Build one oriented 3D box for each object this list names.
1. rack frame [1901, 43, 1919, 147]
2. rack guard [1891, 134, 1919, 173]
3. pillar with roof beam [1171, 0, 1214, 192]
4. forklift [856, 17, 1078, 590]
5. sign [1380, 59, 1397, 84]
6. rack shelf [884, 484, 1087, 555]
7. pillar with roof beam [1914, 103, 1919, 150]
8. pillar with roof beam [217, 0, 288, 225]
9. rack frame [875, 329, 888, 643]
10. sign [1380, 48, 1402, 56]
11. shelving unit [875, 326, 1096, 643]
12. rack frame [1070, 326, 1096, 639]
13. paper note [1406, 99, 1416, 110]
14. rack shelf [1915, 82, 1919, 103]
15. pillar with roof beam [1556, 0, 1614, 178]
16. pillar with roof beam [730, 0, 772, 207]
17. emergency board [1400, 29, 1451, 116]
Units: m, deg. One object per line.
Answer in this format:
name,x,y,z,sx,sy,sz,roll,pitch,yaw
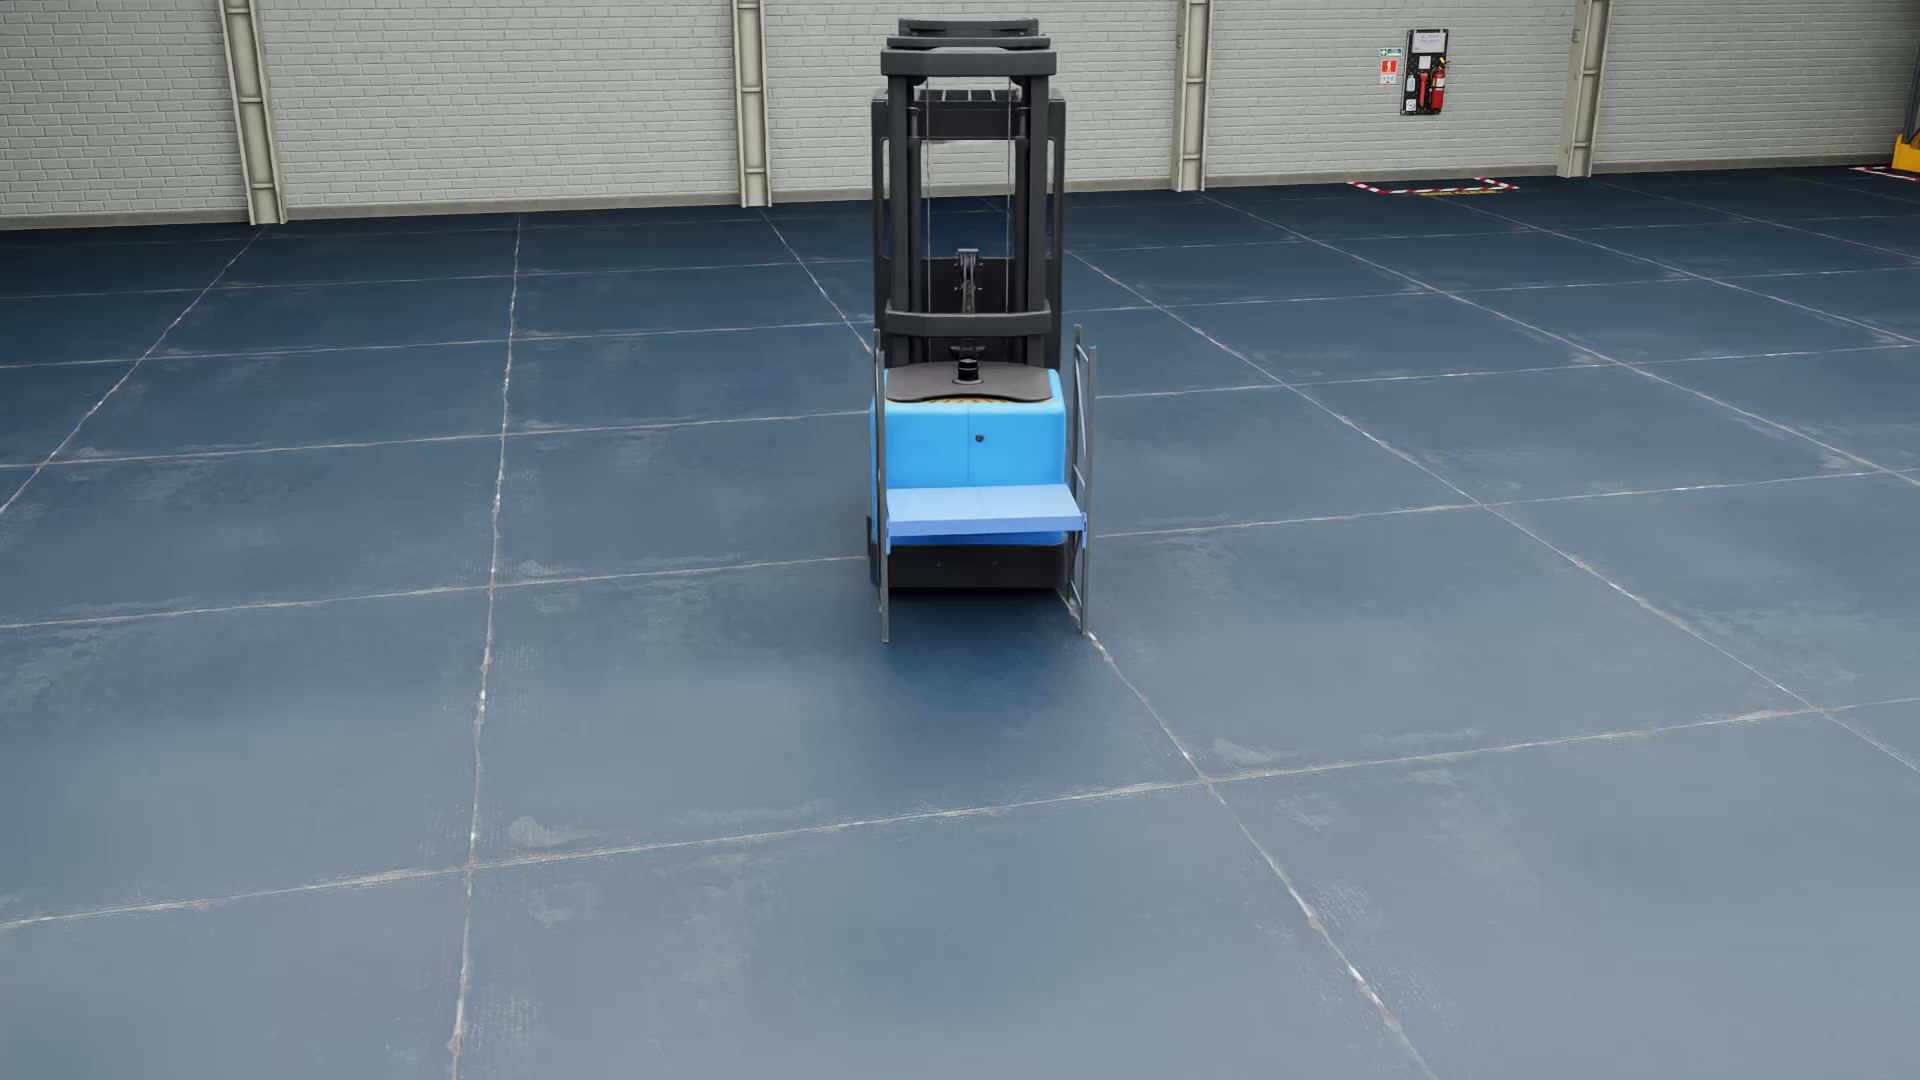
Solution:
rack frame,14.354,-6.883,24.243,0.127,3.000,1.000,-5,21,-12
rack guard,14.428,-5.715,24.689,0.348,0.500,1.175,-5,21,-12
pillar with roof beam,4.148,-7.654,17.626,0.400,9.000,9.100,-5,21,-12
forklift,0.113,-1.573,9.847,1.130,2.935,3.031,2,20,6
sign,6.021,-6.578,23.358,0.234,0.329,0.001,-5,21,-12
rack shelf,0.111,-0.110,8.457,1.000,0.185,0.538,-1,20,-3
pillar with roof beam,15.826,-8.604,20.219,0.400,9.000,9.100,-5,21,-12
pillar with roof beam,-7.530,-6.704,15.033,0.400,9.000,9.100,-5,21,-12
rack frame,-0.396,-0.269,8.368,0.032,1.500,0.500,-1,20,-3
sign,6.028,-6.824,23.259,0.331,0.109,0.001,-5,21,-12
shelving unit,0.111,-0.279,8.396,1.048,1.500,0.538,-1,20,-3
rack frame,0.619,-0.289,8.423,0.032,1.500,0.500,-1,20,-3
paper note,6.395,-6.165,23.565,0.142,0.148,0.016,-5,21,-12
rack shelf,16.300,-6.703,24.799,4.000,0.370,1.077,-5,21,-12
pillar with roof beam,9.987,-8.129,18.923,0.400,9.000,9.100,-5,21,-12
pillar with roof beam,-1.691,-7.179,16.330,0.400,9.000,9.100,-5,21,-12
emergency board,6.583,-6.570,23.389,0.643,1.169,0.194,-5,21,-12
